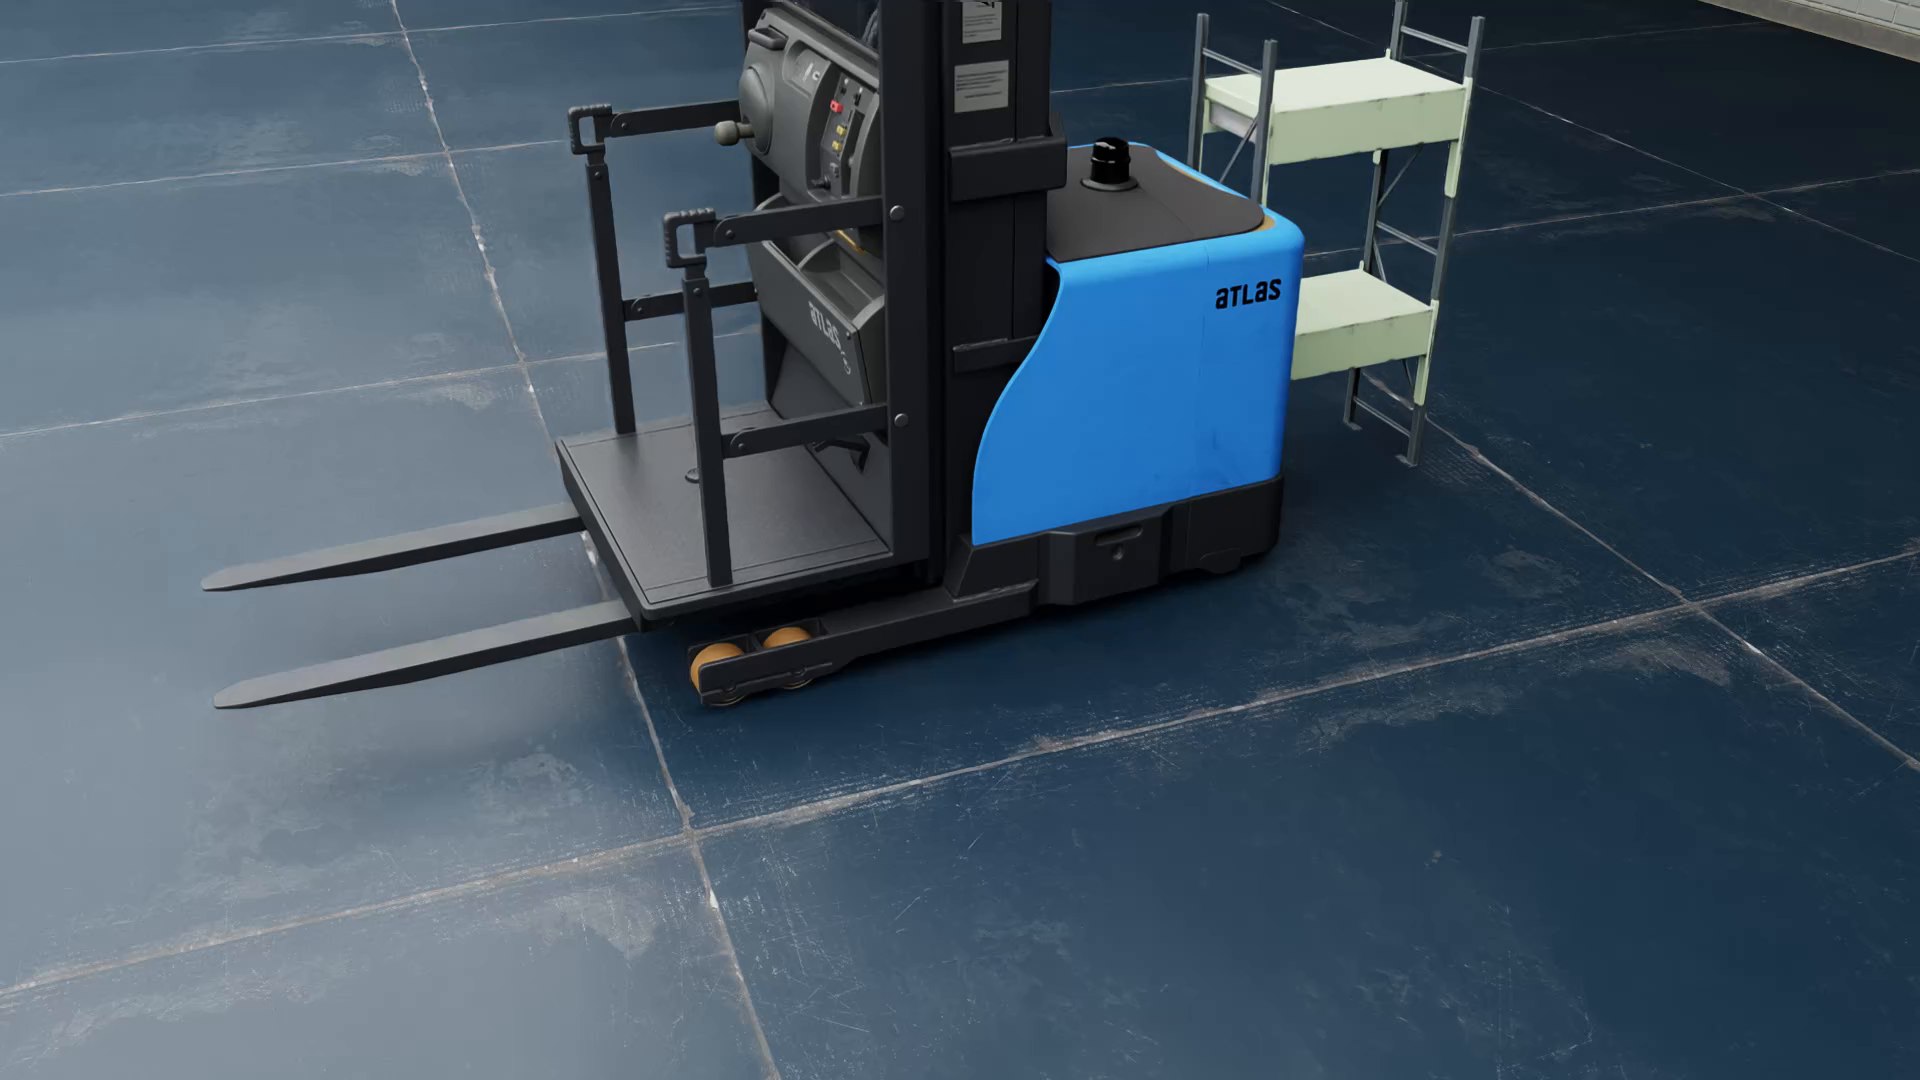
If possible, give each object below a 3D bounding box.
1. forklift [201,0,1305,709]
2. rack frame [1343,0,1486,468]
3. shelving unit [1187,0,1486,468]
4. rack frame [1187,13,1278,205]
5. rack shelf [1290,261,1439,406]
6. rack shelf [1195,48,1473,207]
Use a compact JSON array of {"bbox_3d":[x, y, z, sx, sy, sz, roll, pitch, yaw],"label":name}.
[{"bbox_3d":[-0.584,-1.125,4.264,3.031,2.935,1.130,-12,32,-21],"label":"forklift"},{"bbox_3d":[1.472,-0.990,5.472,0.023,1.500,0.400,-12,32,-21],"label":"rack frame"},{"bbox_3d":[1.138,-0.915,5.342,0.755,1.500,0.431,-12,32,-21],"label":"shelving unit"},{"bbox_3d":[0.804,-0.841,5.212,0.023,1.500,0.400,-12,32,-21],"label":"rack frame"},{"bbox_3d":[1.138,-0.632,5.503,0.720,0.370,0.431,-12,32,-21],"label":"rack shelf"},{"bbox_3d":[1.138,-1.255,5.149,0.720,0.370,0.431,-12,32,-21],"label":"rack shelf"}]
